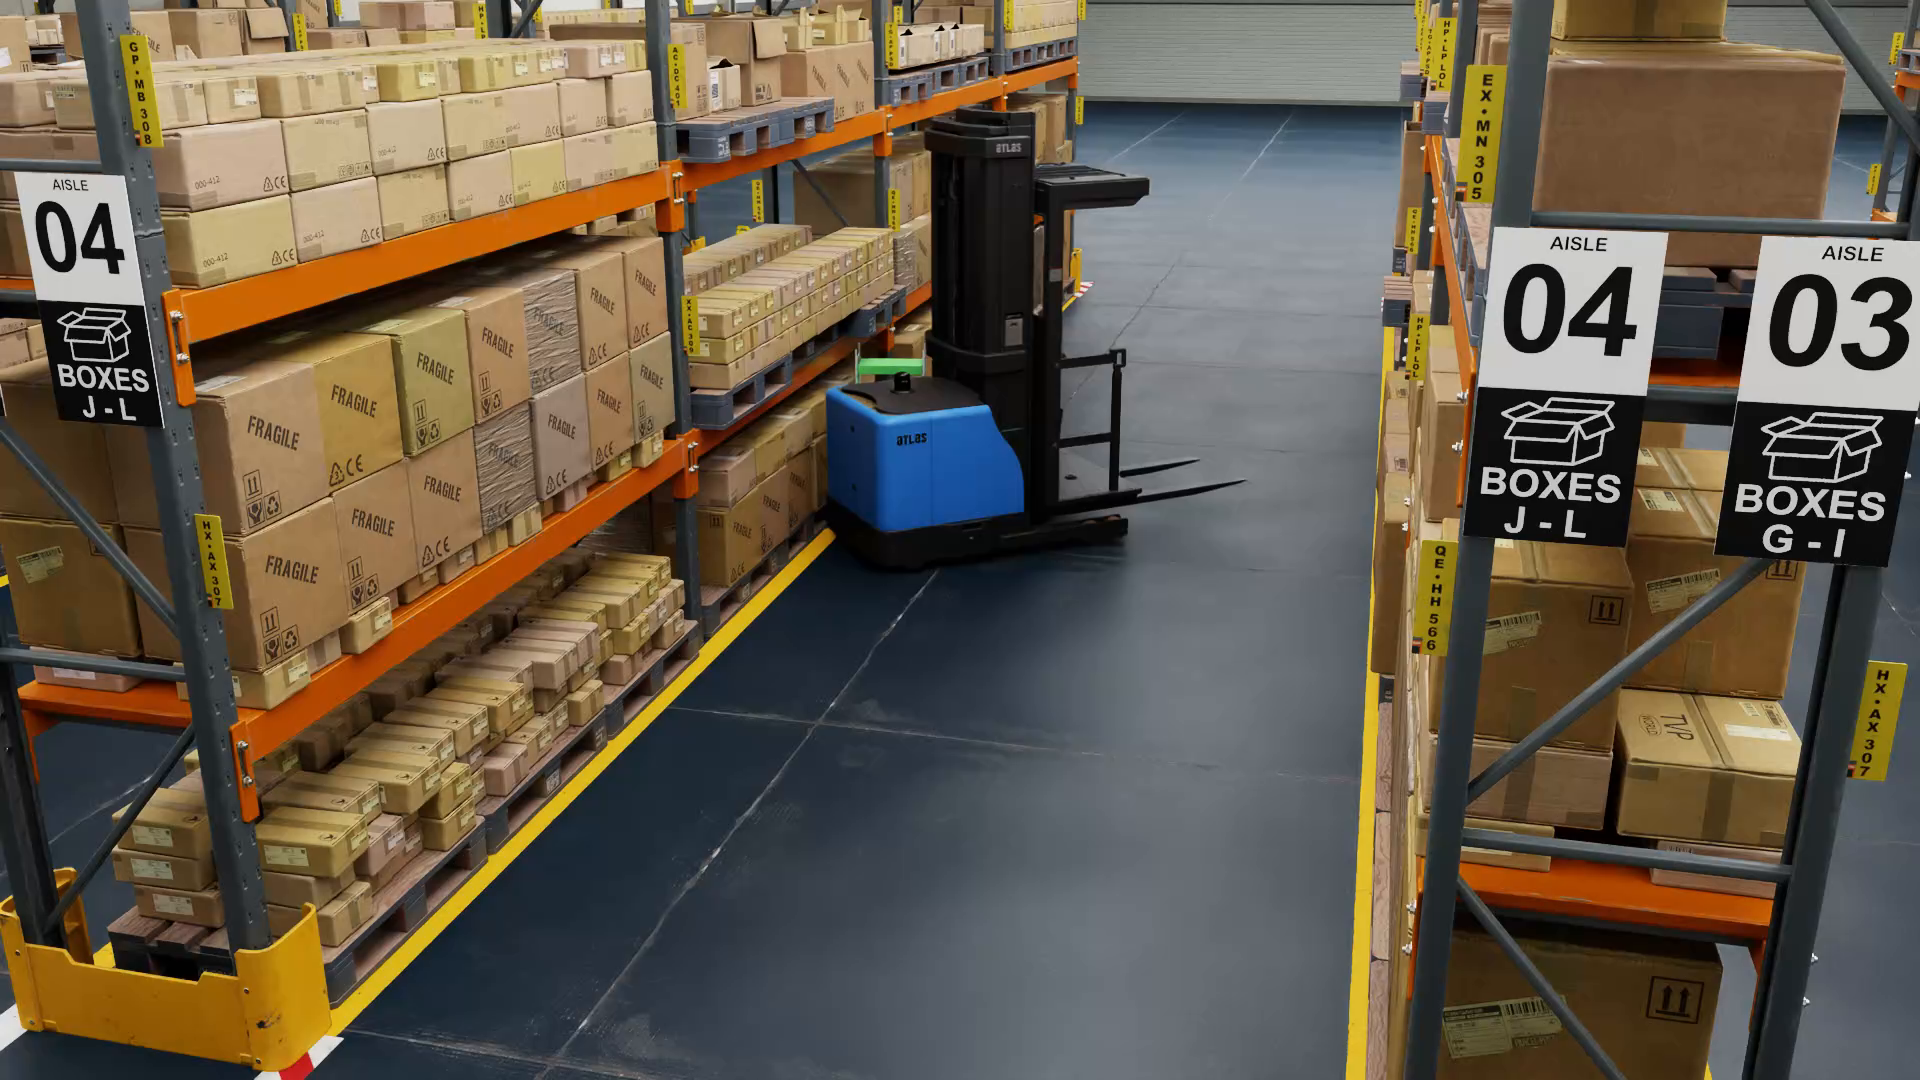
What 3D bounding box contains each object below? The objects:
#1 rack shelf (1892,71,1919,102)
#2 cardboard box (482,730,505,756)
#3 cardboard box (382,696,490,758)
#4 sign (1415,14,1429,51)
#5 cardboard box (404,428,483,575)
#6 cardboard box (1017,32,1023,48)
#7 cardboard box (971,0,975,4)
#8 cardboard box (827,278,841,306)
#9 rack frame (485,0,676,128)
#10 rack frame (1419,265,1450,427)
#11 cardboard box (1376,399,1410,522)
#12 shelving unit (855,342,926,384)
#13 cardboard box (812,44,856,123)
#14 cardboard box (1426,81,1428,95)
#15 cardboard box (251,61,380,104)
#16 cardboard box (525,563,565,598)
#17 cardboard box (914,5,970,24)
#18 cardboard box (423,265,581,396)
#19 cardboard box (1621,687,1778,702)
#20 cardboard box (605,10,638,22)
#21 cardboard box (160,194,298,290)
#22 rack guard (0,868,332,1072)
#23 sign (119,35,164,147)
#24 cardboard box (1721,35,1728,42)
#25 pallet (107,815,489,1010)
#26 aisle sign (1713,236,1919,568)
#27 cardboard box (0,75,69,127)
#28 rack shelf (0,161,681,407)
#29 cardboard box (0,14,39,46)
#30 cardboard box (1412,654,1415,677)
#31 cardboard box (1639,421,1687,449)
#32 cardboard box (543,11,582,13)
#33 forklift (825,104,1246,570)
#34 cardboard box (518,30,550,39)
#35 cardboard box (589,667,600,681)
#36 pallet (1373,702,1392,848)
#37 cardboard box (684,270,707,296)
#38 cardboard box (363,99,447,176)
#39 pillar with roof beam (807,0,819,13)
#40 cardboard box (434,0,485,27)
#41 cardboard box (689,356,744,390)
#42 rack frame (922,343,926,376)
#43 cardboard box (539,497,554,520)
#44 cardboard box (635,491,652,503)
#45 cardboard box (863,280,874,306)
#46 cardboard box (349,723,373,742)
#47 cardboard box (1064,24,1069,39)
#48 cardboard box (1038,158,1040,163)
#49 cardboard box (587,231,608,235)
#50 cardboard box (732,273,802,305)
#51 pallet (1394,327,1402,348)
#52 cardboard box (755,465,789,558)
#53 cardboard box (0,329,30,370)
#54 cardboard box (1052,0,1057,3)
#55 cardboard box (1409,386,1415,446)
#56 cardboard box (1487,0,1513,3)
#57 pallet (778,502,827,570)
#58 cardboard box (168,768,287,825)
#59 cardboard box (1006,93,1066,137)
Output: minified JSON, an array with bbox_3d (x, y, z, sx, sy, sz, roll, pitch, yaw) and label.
[{"bbox_3d":[10.015,-4.213,15.853,1.077,0.370,4.000,5,19,13],"label":"rack shelf"},{"bbox_3d":[-2.354,0.890,7.743,0.380,0.149,0.250,6,20,16],"label":"cardboard box"},{"bbox_3d":[-2.342,0.836,7.439,0.380,0.149,0.250,5,20,16],"label":"cardboard box"},{"bbox_3d":[4.195,-4.602,15.081,0.100,0.325,0.005,5,19,13],"label":"sign"},{"bbox_3d":[-2.378,-0.189,6.986,0.500,0.500,0.500,5,19,14],"label":"cardboard box"},{"bbox_3d":[0.419,-5.036,16.736,0.380,0.149,0.250,5,19,14],"label":"cardboard box"},{"bbox_3d":[-0.035,-5.703,17.453,0.380,0.149,0.250,5,19,14],"label":"cardboard box"},{"bbox_3d":[-1.031,-1.693,11.282,0.380,0.149,0.250,5,20,15],"label":"cardboard box"},{"bbox_3d":[-2.016,-3.653,8.460,1.000,3.000,0.127,5,19,13],"label":"rack frame"},{"bbox_3d":[2.769,-0.390,8.190,1.000,3.000,0.127,5,19,13],"label":"rack frame"},{"bbox_3d":[3.332,-0.344,10.691,1.225,0.875,0.875,5,19,14],"label":"cardboard box"},{"bbox_3d":[-0.503,-0.845,12.304,0.503,1.200,0.258,1,19,2],"label":"shelving unit"},{"bbox_3d":[-1.041,-3.178,11.554,0.500,0.500,0.500,5,19,13],"label":"cardboard box"},{"bbox_3d":[3.858,-3.475,12.811,0.500,0.250,0.500,5,20,15],"label":"cardboard box"},{"bbox_3d":[-2.456,-1.740,6.343,0.380,0.149,0.250,5,20,15],"label":"cardboard box"},{"bbox_3d":[-2.426,0.228,9.219,0.380,0.149,0.250,6,20,16],"label":"cardboard box"},{"bbox_3d":[-0.190,-5.231,16.689,0.500,0.250,0.500,4,19,13],"label":"cardboard box"},{"bbox_3d":[-2.129,-0.985,7.768,0.500,0.500,0.500,5,20,15],"label":"cardboard box"},{"bbox_3d":[2.291,0.501,5.352,0.500,0.250,0.500,4,19,13],"label":"cardboard box"},{"bbox_3d":[-4.029,-6.172,19.631,0.380,0.149,0.250,5,19,13],"label":"cardboard box"},{"bbox_3d":[-2.636,-1.029,5.651,0.500,0.250,0.500,5,20,15],"label":"cardboard box"},{"bbox_3d":[-2.975,1.599,6.233,1.175,0.500,0.348,5,19,13],"label":"rack guard"},{"bbox_3d":[-2.467,-1.350,5.007,0.100,0.325,0.005,5,19,13],"label":"sign"},{"bbox_3d":[2.500,-1.685,6.380,0.700,0.500,0.500,6,20,16],"label":"cardboard box"},{"bbox_3d":[-2.742,1.484,7.017,1.003,0.211,1.213,5,19,13],"label":"pallet"},{"bbox_3d":[2.065,-0.321,3.964,0.394,0.787,0.004,5,19,13],"label":"aisle sign"},{"bbox_3d":[-3.197,-1.461,5.526,0.380,0.149,0.250,4,19,13],"label":"cardboard box"},{"bbox_3d":[-2.505,-1.266,7.226,1.077,0.370,4.000,5,19,13],"label":"rack shelf"},{"bbox_3d":[-9.828,-5.208,16.987,0.500,0.311,0.500,4,19,12],"label":"cardboard box"},{"bbox_3d":[1.870,0.443,6.139,0.380,0.149,0.250,5,19,14],"label":"cardboard box"},{"bbox_3d":[2.789,-0.493,7.102,0.500,0.500,0.500,5,19,14],"label":"cardboard box"},{"bbox_3d":[-4.596,-6.042,19.252,0.380,0.149,0.250,5,20,15],"label":"cardboard box"},{"bbox_3d":[0.614,-1.501,11.546,3.031,2.935,1.130,-9,21,-25],"label":"forklift"},{"bbox_3d":[-4.513,-5.286,17.654,0.500,0.250,0.500,4,19,12],"label":"cardboard box"},{"bbox_3d":[-2.110,0.722,8.694,0.380,0.149,0.250,4,19,12],"label":"cardboard box"},{"bbox_3d":[2.507,1.161,7.961,1.003,0.211,1.213,5,19,13],"label":"pallet"},{"bbox_3d":[-1.850,-1.641,10.669,0.380,0.149,0.250,4,19,12],"label":"cardboard box"},{"bbox_3d":[-2.373,-1.583,6.500,0.500,0.250,0.500,5,19,14],"label":"cardboard box"},{"bbox_3d":[0.271,-15.199,42.265,9.100,9.000,0.400,5,19,13],"label":"pillar with roof beam"},{"bbox_3d":[-4.904,-5.273,16.652,0.500,0.250,0.500,5,20,15],"label":"cardboard box"},{"bbox_3d":[-1.474,-0.981,9.657,0.380,0.149,0.250,4,19,11],"label":"cardboard box"},{"bbox_3d":[-0.259,-0.842,12.296,0.015,1.200,0.240,1,19,2],"label":"rack frame"},{"bbox_3d":[-2.178,-0.177,7.952,0.380,0.149,0.250,4,19,13],"label":"cardboard box"},{"bbox_3d":[-2.079,-0.438,10.386,0.500,0.250,0.500,4,19,12],"label":"cardboard box"},{"bbox_3d":[-0.838,-1.798,12.050,0.380,0.149,0.250,5,19,14],"label":"cardboard box"},{"bbox_3d":[-2.902,0.935,7.609,0.380,0.149,0.250,5,19,14],"label":"cardboard box"},{"bbox_3d":[1.039,-5.831,19.063,0.380,0.149,0.250,5,19,14],"label":"cardboard box"},{"bbox_3d":[0.408,-4.017,18.575,0.875,0.550,0.500,5,19,13],"label":"cardboard box"},{"bbox_3d":[-4.361,-3.265,19.051,0.500,0.500,0.500,5,20,16],"label":"cardboard box"},{"bbox_3d":[-1.221,-1.589,10.517,0.380,0.149,0.250,4,19,13],"label":"cardboard box"},{"bbox_3d":[5.149,-2.175,17.729,1.003,0.211,1.213,5,19,13],"label":"pallet"},{"bbox_3d":[-1.451,-0.206,10.868,0.500,0.500,0.500,6,20,16],"label":"cardboard box"},{"bbox_3d":[-6.477,-1.219,10.848,0.500,0.250,0.500,4,19,12],"label":"cardboard box"},{"bbox_3d":[0.852,-5.968,18.230,0.380,0.149,0.250,4,19,13],"label":"cardboard box"},{"bbox_3d":[2.746,-0.760,9.118,0.500,0.500,0.500,5,20,15],"label":"cardboard box"},{"bbox_3d":[5.567,-5.490,17.091,0.500,0.500,0.500,5,19,13],"label":"cardboard box"},{"bbox_3d":[-1.531,-0.122,11.718,1.003,0.211,1.213,5,19,13],"label":"pallet"},{"bbox_3d":[-2.993,1.049,6.817,0.380,0.149,0.250,5,19,14],"label":"cardboard box"},{"bbox_3d":[0.788,-5.044,19.911,0.875,0.550,0.550,5,19,13],"label":"cardboard box"}]
